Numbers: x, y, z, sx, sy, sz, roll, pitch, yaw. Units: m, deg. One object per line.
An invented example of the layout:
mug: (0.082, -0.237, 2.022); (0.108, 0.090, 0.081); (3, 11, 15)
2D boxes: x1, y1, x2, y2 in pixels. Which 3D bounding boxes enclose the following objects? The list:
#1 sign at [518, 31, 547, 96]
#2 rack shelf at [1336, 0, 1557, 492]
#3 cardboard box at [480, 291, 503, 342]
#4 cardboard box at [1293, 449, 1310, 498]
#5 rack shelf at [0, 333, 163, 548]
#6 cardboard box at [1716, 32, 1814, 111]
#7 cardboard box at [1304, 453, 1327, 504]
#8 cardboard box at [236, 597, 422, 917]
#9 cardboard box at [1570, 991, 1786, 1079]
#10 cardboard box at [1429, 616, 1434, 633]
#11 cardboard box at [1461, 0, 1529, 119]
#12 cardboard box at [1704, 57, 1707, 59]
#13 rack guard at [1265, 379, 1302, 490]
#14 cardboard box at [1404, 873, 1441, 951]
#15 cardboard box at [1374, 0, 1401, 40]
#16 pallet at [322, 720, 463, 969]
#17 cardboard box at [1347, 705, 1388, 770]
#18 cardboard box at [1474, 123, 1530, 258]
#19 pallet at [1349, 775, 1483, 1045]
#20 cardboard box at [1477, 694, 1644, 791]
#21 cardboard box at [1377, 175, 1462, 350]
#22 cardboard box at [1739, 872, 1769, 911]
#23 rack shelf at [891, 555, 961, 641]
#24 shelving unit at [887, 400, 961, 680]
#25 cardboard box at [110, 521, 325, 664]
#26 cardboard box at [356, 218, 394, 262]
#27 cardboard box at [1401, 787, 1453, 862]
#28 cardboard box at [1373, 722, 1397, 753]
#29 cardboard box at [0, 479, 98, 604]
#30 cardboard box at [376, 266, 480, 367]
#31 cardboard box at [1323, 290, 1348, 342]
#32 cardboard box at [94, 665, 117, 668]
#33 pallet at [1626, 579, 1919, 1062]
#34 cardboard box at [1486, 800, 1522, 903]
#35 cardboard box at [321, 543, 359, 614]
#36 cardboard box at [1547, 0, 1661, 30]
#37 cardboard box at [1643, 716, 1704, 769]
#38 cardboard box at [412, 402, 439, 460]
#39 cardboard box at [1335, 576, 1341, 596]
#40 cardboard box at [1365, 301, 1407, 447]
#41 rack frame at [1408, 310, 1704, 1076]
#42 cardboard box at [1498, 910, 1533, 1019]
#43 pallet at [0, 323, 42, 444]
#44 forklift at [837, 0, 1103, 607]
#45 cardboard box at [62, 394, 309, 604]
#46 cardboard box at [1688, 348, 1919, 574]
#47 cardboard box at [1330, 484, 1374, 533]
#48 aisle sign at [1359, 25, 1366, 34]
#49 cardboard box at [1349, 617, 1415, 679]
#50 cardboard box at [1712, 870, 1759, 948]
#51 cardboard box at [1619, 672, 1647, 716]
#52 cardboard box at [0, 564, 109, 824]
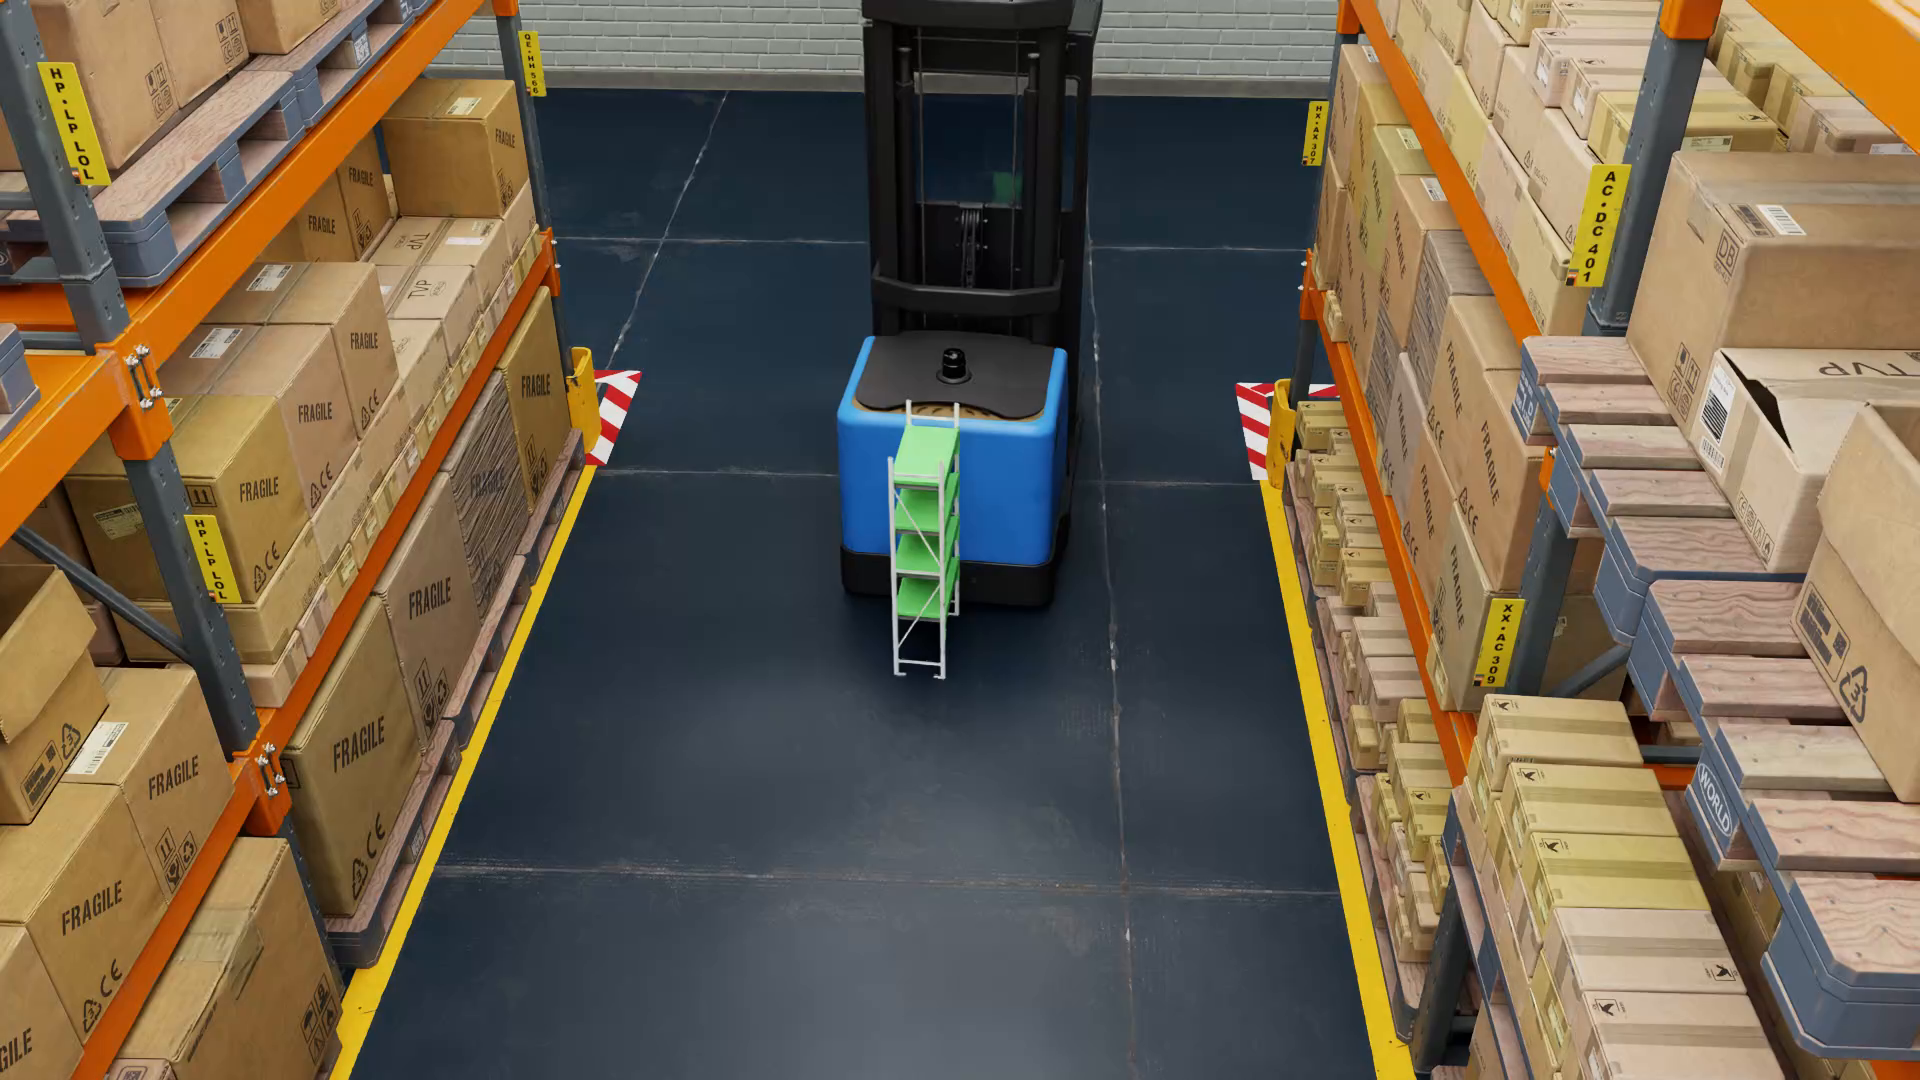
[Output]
sign: (-2.117, -2.353, 8.223); (0.100, 0.325, 0.005); (1, 35, 2)
rack shelf: (2.213, -1.415, 6.117); (1.077, 0.370, 4.000); (1, 35, 2)
cardboard box: (-2.375, -1.051, 7.800); (0.380, 0.149, 0.250); (2, 35, 3)
cardboard box: (1.952, -0.342, 8.688); (0.380, 0.149, 0.250); (2, 35, 3)
rack shelf: (-2.900, 0.711, 3.092); (1.077, 0.370, 4.000); (1, 35, 2)
cardboard box: (2.384, -1.329, 4.718); (0.380, 0.149, 0.250); (1, 35, 1)
cardboard box: (1.948, -0.307, 8.379); (0.380, 0.149, 0.250); (1, 35, 2)
cardboard box: (-2.713, 0.815, 6.410); (0.875, 0.875, 0.875); (1, 35, 2)
cardboard box: (1.617, 1.169, 3.760); (0.380, 0.149, 0.250); (1, 35, 1)
cardboard box: (1.882, 0.298, 5.881); (0.380, 0.149, 0.250); (3, 35, 4)
cardboard box: (1.946, -1.572, 5.411); (0.500, 0.250, 0.500); (3, 35, 4)
cardboard box: (2.416, -1.260, 4.967); (0.500, 0.250, 0.500); (1, 35, 2)
rack guard: (2.290, -0.564, 9.064); (1.175, 0.500, 0.348); (1, 35, 2)
cardboard box: (1.828, 1.352, 6.019); (0.380, 0.149, 0.250); (2, 35, 3)
cardboard box: (1.994, -2.242, 6.799); (0.500, 0.250, 0.500); (2, 35, 3)
pallet: (-2.711, 1.201, 6.804); (1.003, 0.211, 1.213); (1, 35, 2)
cardboard box: (1.849, 0.834, 7.014); (0.380, 0.149, 0.250); (1, 35, 2)
cardboard box: (1.914, -1.073, 5.136); (0.500, 0.250, 0.500); (1, 35, 2)
pallet: (2.124, 1.422, 6.489); (1.003, 0.211, 1.213); (1, 35, 2)
cardboard box: (1.657, 0.571, 4.611); (0.380, 0.149, 0.250); (3, 35, 4)
cardboard box: (1.936, -1.069, 6.393); (0.500, 0.500, 0.500); (0, 35, 0)
cardboard box: (2.304, 0.861, 4.456); (0.380, 0.149, 0.250); (2, 35, 2)
rack shelf: (-0.156, 0.258, 7.814); (0.258, 0.148, 0.480); (4, 35, 6)
shelving unit: (-0.156, 0.009, 7.639); (0.258, 1.200, 0.503); (4, 35, 6)
cardboard box: (-2.539, 0.171, 5.716); (0.500, 0.250, 0.500); (1, 35, 1)
cardboard box: (-2.962, -1.295, 7.802); (0.500, 0.250, 0.500); (1, 35, 1)
cardboard box: (1.857, 1.060, 6.175); (0.380, 0.149, 0.250); (2, 35, 2)
cardboard box: (1.918, 0.753, 6.871); (0.380, 0.149, 0.250); (2, 35, 3)
cardboard box: (-3.068, -0.143, 5.509); (0.500, 0.500, 0.500); (2, 35, 3)
cardboard box: (-2.454, -0.995, 7.375); (0.500, 0.250, 0.500); (0, 35, 0)
cardboard box: (1.920, -1.049, 7.798); (0.380, 0.149, 0.250); (0, 35, 1)
cardboard box: (-3.134, 0.415, 5.715); (0.380, 0.149, 0.250); (2, 35, 2)
pallet: (1.963, 0.465, 2.980); (1.213, 0.211, 1.003); (1, 35, 2)
cardboard box: (1.649, 0.841, 4.484); (0.380, 0.149, 0.250); (1, 35, 1)
cardboard box: (-2.455, 0.133, 6.116); (0.380, 0.149, 0.250); (2, 35, 3)
cardboard box: (1.969, -1.494, 4.953); (0.380, 0.149, 0.250); (3, 35, 4)
cardboard box: (2.471, 0.615, 5.430); (0.380, 0.149, 0.250); (3, 35, 4)
cardboard box: (-2.414, -0.460, 6.960); (0.380, 0.149, 0.250); (0, 35, 1)
cardboard box: (1.986, 0.246, 7.852); (0.380, 0.149, 0.250); (1, 35, 2)
cardboard box: (1.956, -0.660, 6.680); (0.500, 0.500, 0.500); (0, 35, 1)
rack frame: (2.133, 0.667, 5.137); (1.000, 3.000, 0.127); (1, 35, 2)
cardboard box: (1.638, 1.117, 4.351); (0.380, 0.149, 0.250); (2, 35, 2)
pallet: (-2.807, -0.126, 3.824); (0.805, 0.209, 1.217); (0, 35, 0)
forklift: (0.119, -1.711, 8.581); (1.130, 2.935, 3.031); (4, 35, 6)
cardboard box: (-2.545, -0.142, 5.508); (0.500, 0.500, 0.500); (1, 35, 2)
cardboard box: (1.887, -0.194, 3.467); (0.500, 0.311, 0.500); (1, 35, 1)
cardboard box: (1.976, -0.139, 7.881); (0.380, 0.149, 0.250); (0, 35, 0)
aisle sign: (1.996, -2.743, 7.729); (0.394, 0.787, 0.004); (1, 35, 2)
cardboard box: (1.866, 0.457, 7.033); (0.380, 0.149, 0.250); (0, 35, 0)
cardboard box: (2.305, 0.980, 4.545); (0.380, 0.149, 0.250); (2, 35, 2)
cardboard box: (2.404, 0.226, 5.420); (0.500, 0.500, 0.500); (1, 35, 1)
cardboard box: (-2.837, 0.411, 4.543); (0.797, 0.503, 0.637); (0, 35, 1)
